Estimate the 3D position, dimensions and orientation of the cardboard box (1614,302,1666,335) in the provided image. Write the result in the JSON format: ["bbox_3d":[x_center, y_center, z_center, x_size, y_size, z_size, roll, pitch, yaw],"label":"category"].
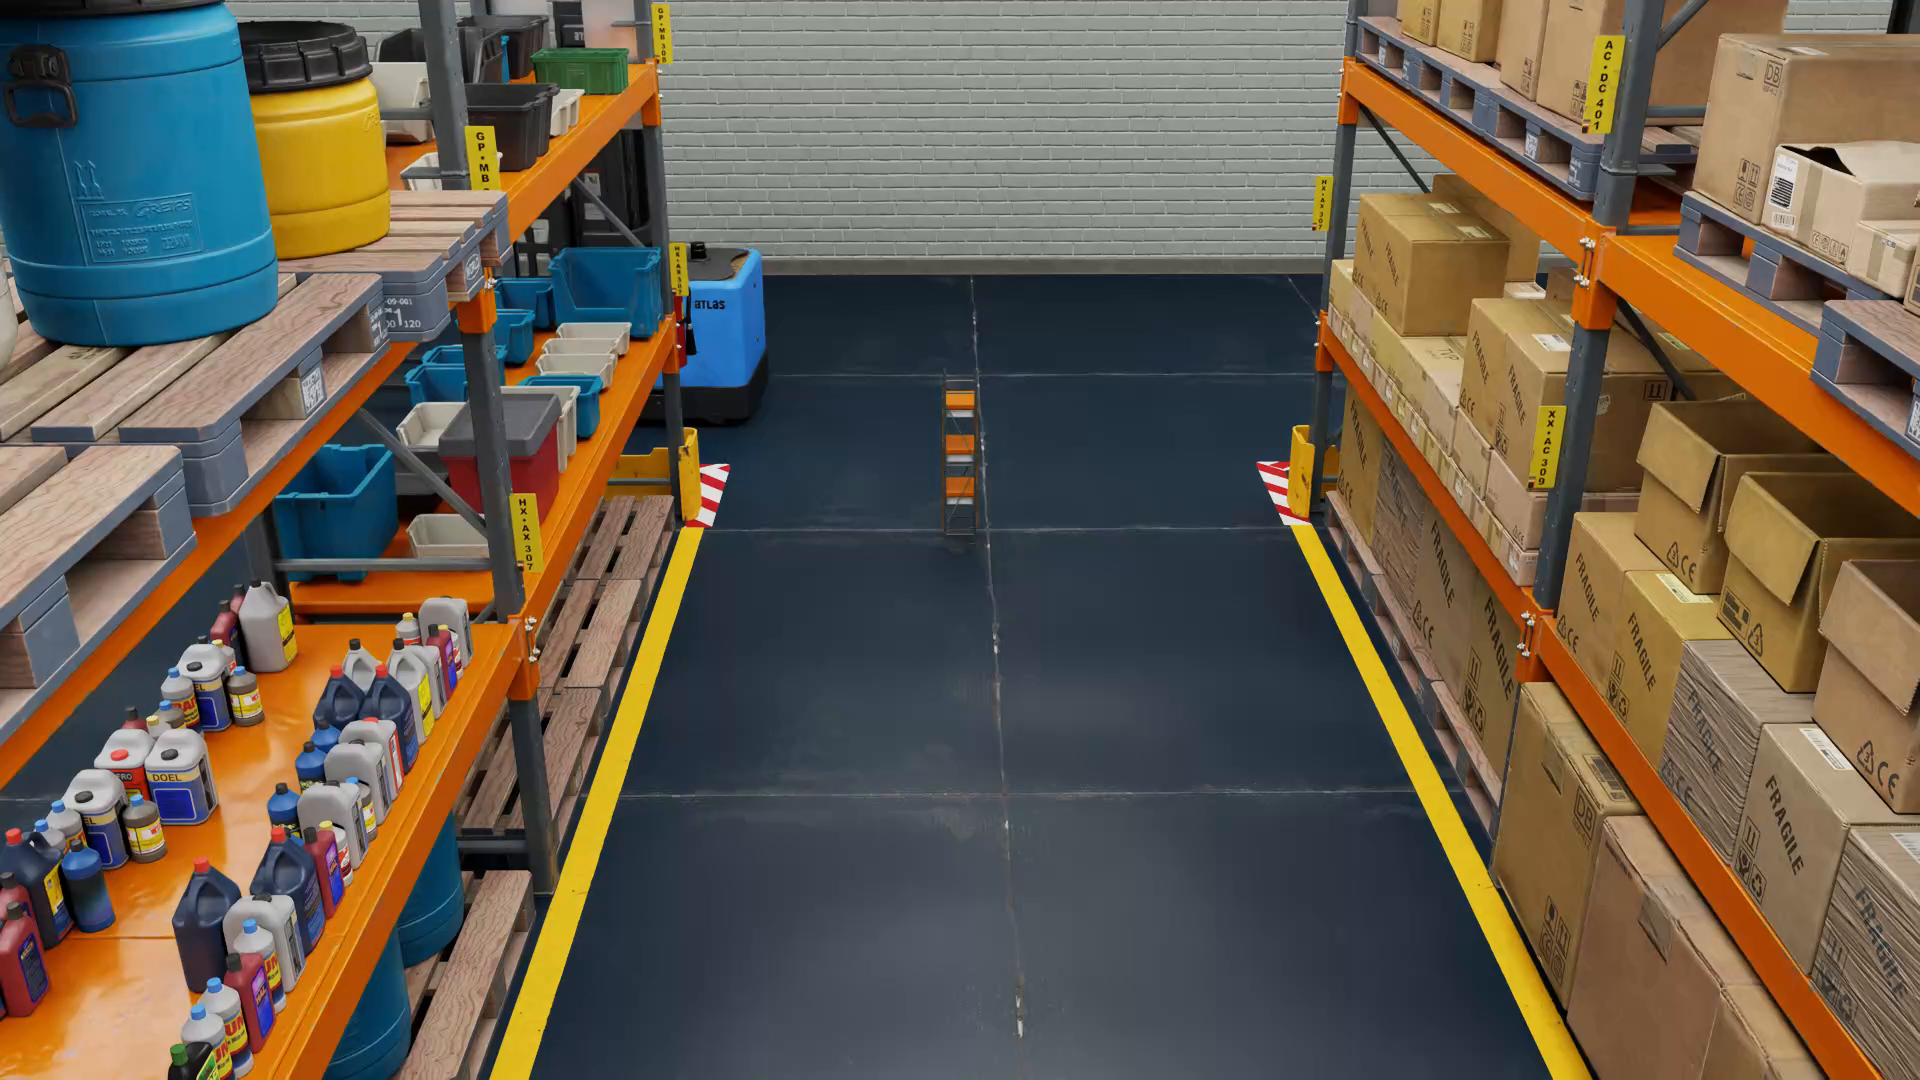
[{"bbox_3d":[3.006,-0.730,7.136,0.500,0.500,0.500,0,24,-1],"label":"cardboard box"}]

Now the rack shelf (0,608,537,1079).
[{"bbox_3d":[-2.177,1.254,4.710,1.077,0.370,4.000,0,24,-1],"label":"rack shelf"}]

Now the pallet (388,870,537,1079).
[{"bbox_3d":[-2.232,1.691,6.255,1.003,0.211,1.213,0,24,-1],"label":"pallet"}]

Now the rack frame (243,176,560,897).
[{"bbox_3d":[-2.199,0.102,6.384,1.000,3.000,0.127,0,24,-1],"label":"rack frame"}]

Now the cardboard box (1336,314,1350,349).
[{"bbox_3d":[2.388,-1.200,9.569,0.380,0.149,0.250,-1,24,-1],"label":"cardboard box"}]

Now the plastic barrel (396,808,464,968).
[{"bbox_3d":[-2.210,1.091,6.234,0.600,0.901,0.708,0,24,-1],"label":"plastic barrel"}]

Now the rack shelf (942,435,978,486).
[{"bbox_3d":[-0.001,-0.491,10.087,0.215,0.259,0.240,0,24,-1],"label":"rack shelf"}]

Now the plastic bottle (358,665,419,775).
[{"bbox_3d":[-1.860,0.578,5.391,0.144,0.351,0.185,0,24,-1],"label":"plastic bottle"}]

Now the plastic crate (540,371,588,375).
[{"bbox_3d":[-2.015,-0.762,8.542,0.298,0.136,0.250,0,24,-1],"label":"plastic crate"}]

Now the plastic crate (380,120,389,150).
[{"bbox_3d":[-2.593,-1.667,6.975,0.293,0.136,0.466,0,24,-1],"label":"plastic crate"}]

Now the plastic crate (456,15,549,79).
[{"bbox_3d":[-2.517,-2.693,9.084,0.497,0.269,0.590,0,24,-1],"label":"plastic crate"}]

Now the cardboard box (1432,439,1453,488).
[{"bbox_3d":[2.411,-0.354,7.697,0.380,0.149,0.250,0,24,0],"label":"cardboard box"}]

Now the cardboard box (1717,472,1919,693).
[{"bbox_3d":[2.765,0.123,4.999,0.797,0.503,0.637,0,24,0],"label":"cardboard box"}]

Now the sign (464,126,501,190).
[{"bbox_3d":[-1.649,-1.270,5.768,0.100,0.325,0.005,0,24,-1],"label":"sign"}]

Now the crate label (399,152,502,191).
[{"bbox_3d":[-1.915,-1.347,6.269,0.293,0.136,0.466,0,24,-1],"label":"crate label"}]

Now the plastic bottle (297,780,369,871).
[{"bbox_3d":[-1.858,0.829,4.927,0.152,0.276,0.135,0,24,-1],"label":"plastic bottle"}]

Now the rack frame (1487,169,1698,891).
[{"bbox_3d":[2.754,0.080,6.433,1.000,3.000,0.127,0,24,-1],"label":"rack frame"}]

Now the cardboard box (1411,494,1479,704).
[{"bbox_3d":[2.817,0.214,8.207,0.875,0.875,0.875,0,24,-1],"label":"cardboard box"}]

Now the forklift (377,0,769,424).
[{"bbox_3d":[-3.011,-2.387,11.970,3.031,2.935,1.130,1,24,3],"label":"forklift"}]

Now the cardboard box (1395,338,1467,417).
[{"bbox_3d":[2.470,-0.800,8.200,0.500,0.250,0.500,-1,24,-2],"label":"cardboard box"}]

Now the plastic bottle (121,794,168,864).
[{"bbox_3d":[-2.438,0.854,4.963,0.097,0.201,0.097,0,24,0],"label":"plastic bottle"}]

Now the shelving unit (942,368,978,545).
[{"bbox_3d":[-0.001,-0.500,10.082,0.215,1.050,0.252,0,24,-1],"label":"shelving unit"}]

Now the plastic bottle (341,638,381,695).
[{"bbox_3d":[-2.006,0.503,5.558,0.144,0.351,0.185,0,24,-1],"label":"plastic bottle"}]

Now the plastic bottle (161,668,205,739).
[{"bbox_3d":[-2.597,0.552,5.546,0.097,0.271,0.097,0,24,0],"label":"plastic bottle"}]

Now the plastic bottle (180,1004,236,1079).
[{"bbox_3d":[-1.820,1.241,4.023,0.097,0.271,0.097,0,24,0],"label":"plastic bottle"}]

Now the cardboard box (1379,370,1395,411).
[{"bbox_3d":[2.400,-0.776,8.631,0.380,0.149,0.250,-1,24,-1],"label":"cardboard box"}]

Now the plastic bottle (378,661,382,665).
[{"bbox_3d":[-1.992,0.512,5.718,0.097,0.201,0.097,0,24,0],"label":"plastic bottle"}]

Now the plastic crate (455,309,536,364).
[{"bbox_3d":[-2.562,-1.123,9.222,0.416,0.233,0.300,0,24,-1],"label":"plastic crate"}]

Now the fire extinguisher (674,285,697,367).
[{"bbox_3d":[-1.790,-1.405,10.263,0.296,0.674,0.183,0,24,-1],"label":"fire extinguisher"}]

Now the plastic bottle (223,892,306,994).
[{"bbox_3d":[-1.852,1.056,4.426,0.152,0.276,0.135,0,24,-1],"label":"plastic bottle"}]

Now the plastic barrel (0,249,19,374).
[{"bbox_3d":[-2.325,-0.599,3.621,0.433,0.535,0.433,0,24,0],"label":"plastic barrel"}]

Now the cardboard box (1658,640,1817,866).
[{"bbox_3d":[2.520,0.638,5.077,0.500,0.500,0.500,-1,24,-2],"label":"cardboard box"}]

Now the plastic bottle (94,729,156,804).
[{"bbox_3d":[-2.565,0.733,5.140,0.152,0.276,0.135,0,24,-1],"label":"plastic bottle"}]

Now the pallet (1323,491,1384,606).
[{"bbox_3d":[2.797,0.031,9.924,1.003,0.211,1.213,0,24,-1],"label":"pallet"}]

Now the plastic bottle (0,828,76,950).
[{"bbox_3d":[-2.562,0.940,4.591,0.144,0.351,0.185,0,24,-1],"label":"plastic bottle"}]

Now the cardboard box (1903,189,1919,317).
[{"bbox_3d":[2.754,-0.719,3.924,0.797,0.503,0.637,-1,24,-1],"label":"cardboard box"}]

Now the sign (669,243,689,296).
[{"bbox_3d":[-1.693,-1.630,10.015,0.100,0.325,0.005,0,24,-1],"label":"sign"}]

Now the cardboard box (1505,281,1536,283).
[{"bbox_3d":[2.981,-1.437,9.608,0.500,0.250,0.500,-1,24,-1],"label":"cardboard box"}]

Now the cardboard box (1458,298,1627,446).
[{"bbox_3d":[2.480,-0.724,7.121,0.500,0.500,0.500,0,24,0],"label":"cardboard box"}]

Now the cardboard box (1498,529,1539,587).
[{"bbox_3d":[2.423,0.070,6.759,0.380,0.149,0.250,0,24,0],"label":"cardboard box"}]

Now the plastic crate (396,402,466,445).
[{"bbox_3d":[-2.519,-0.521,8.009,0.293,0.136,0.466,0,24,-1],"label":"plastic crate"}]

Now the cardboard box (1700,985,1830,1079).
[{"bbox_3d":[2.809,1.853,4.581,1.225,0.875,0.875,0,24,0],"label":"cardboard box"}]

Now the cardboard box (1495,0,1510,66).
[{"bbox_3d":[2.820,-2.329,7.367,0.700,0.500,0.500,1,24,2],"label":"cardboard box"}]

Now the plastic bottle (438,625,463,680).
[{"bbox_3d":[-1.843,0.401,5.964,0.097,0.201,0.097,0,24,0],"label":"plastic bottle"}]

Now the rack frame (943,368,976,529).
[{"bbox_3d":[-0.002,-0.551,10.194,0.200,1.050,0.008,0,24,-1],"label":"rack frame"}]

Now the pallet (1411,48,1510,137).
[{"bbox_3d":[2.745,-2.085,7.688,1.003,0.211,1.213,0,24,-1],"label":"pallet"}]

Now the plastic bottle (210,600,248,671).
[{"bbox_3d":[-2.620,0.363,5.948,0.061,0.283,0.133,0,24,-1],"label":"plastic bottle"}]

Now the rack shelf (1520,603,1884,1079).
[{"bbox_3d":[2.775,1.232,4.759,1.077,0.370,4.000,0,24,-1],"label":"rack shelf"}]

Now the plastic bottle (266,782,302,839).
[{"bbox_3d":[-1.983,0.839,4.910,0.097,0.271,0.097,0,24,0],"label":"plastic bottle"}]

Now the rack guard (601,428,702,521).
[{"bbox_3d":[-2.256,-0.417,10.565,1.175,0.500,0.348,0,24,-1],"label":"rack guard"}]
